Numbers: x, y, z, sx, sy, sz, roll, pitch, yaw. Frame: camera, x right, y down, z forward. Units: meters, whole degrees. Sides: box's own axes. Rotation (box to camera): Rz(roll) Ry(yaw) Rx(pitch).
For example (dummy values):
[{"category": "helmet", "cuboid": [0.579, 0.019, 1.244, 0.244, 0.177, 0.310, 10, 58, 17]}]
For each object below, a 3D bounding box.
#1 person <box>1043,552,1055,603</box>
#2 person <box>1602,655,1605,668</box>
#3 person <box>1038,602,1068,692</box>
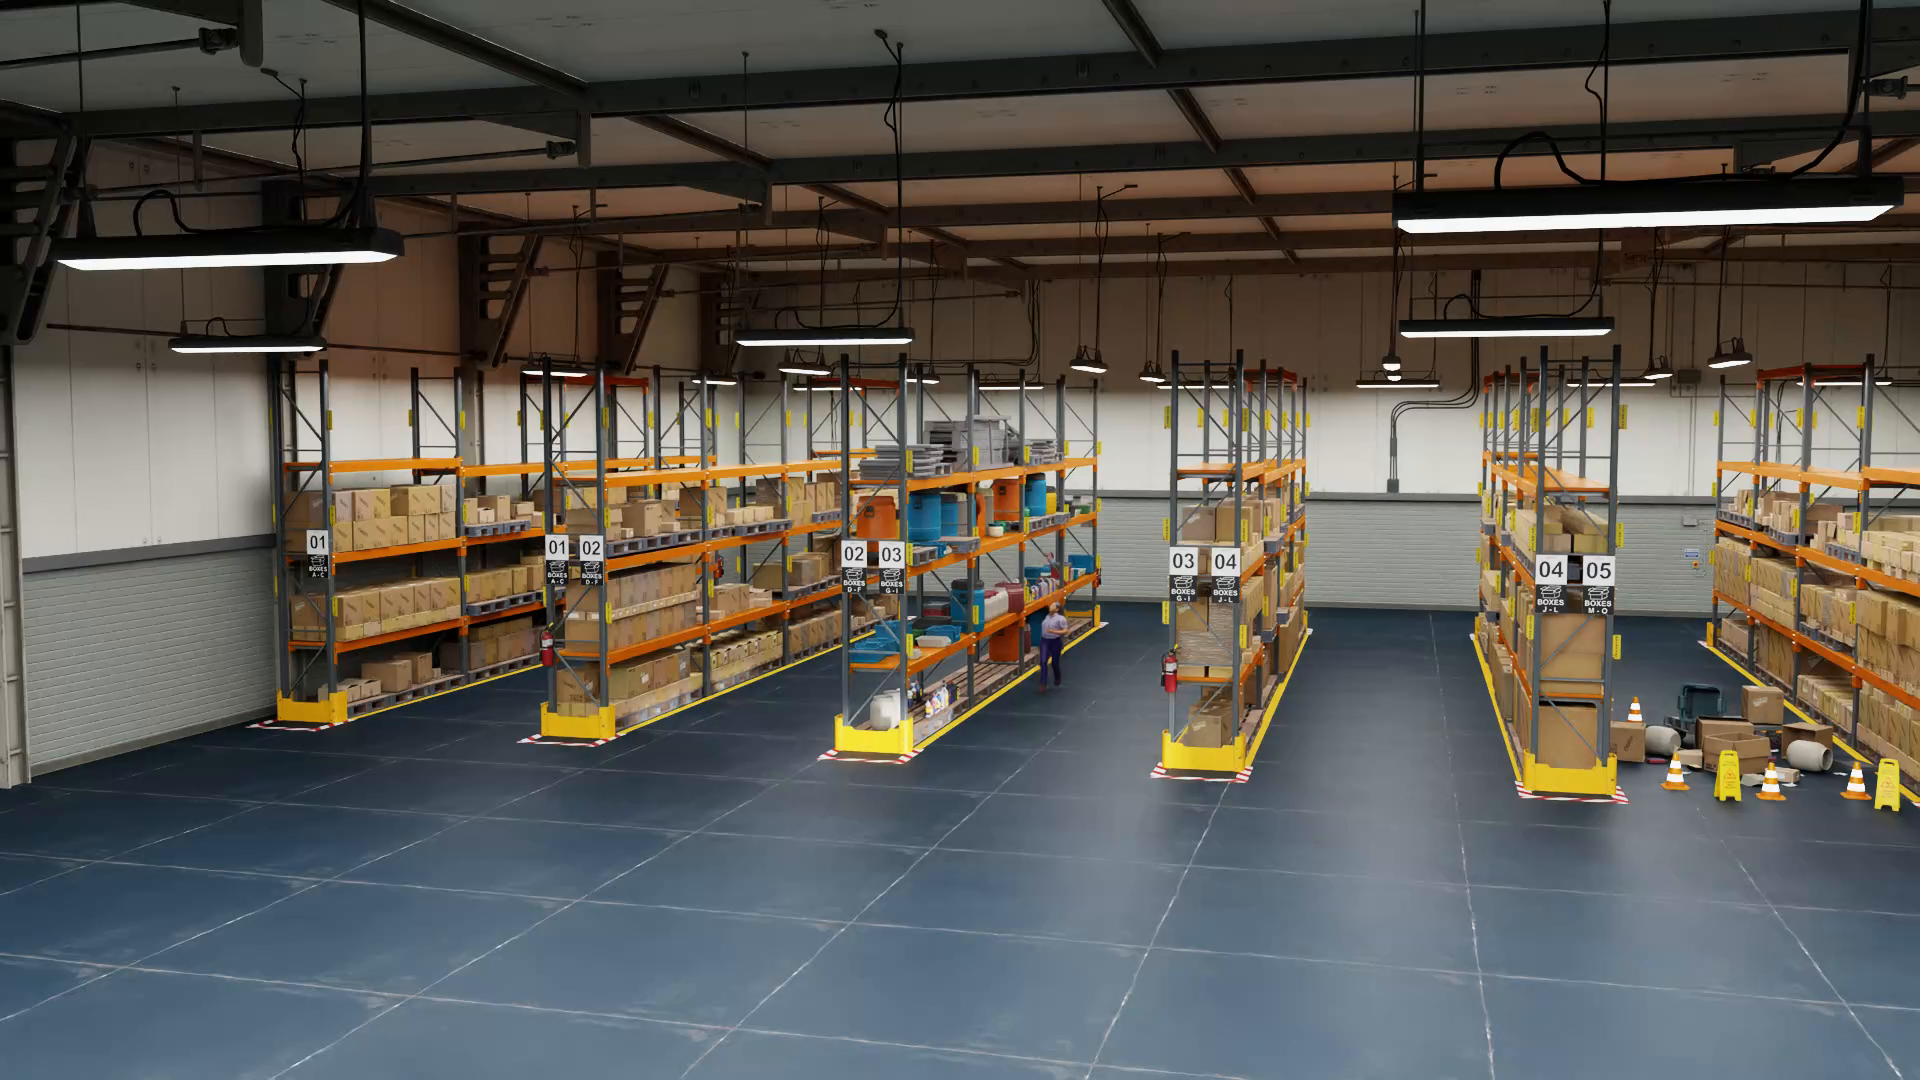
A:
[{"category": "person", "cuboid": [2.310, 1.091, 43.698, 0.847, 1.520, 0.487, 2, 4, 24]}, {"category": "person", "cuboid": [12.808, 1.716, 33.535, 0.455, 1.782, 0.596, 4, 6, 42]}, {"category": "person", "cuboid": [1.712, 1.945, 30.575, 0.566, 1.573, 0.997, 1, 4, 14]}]
